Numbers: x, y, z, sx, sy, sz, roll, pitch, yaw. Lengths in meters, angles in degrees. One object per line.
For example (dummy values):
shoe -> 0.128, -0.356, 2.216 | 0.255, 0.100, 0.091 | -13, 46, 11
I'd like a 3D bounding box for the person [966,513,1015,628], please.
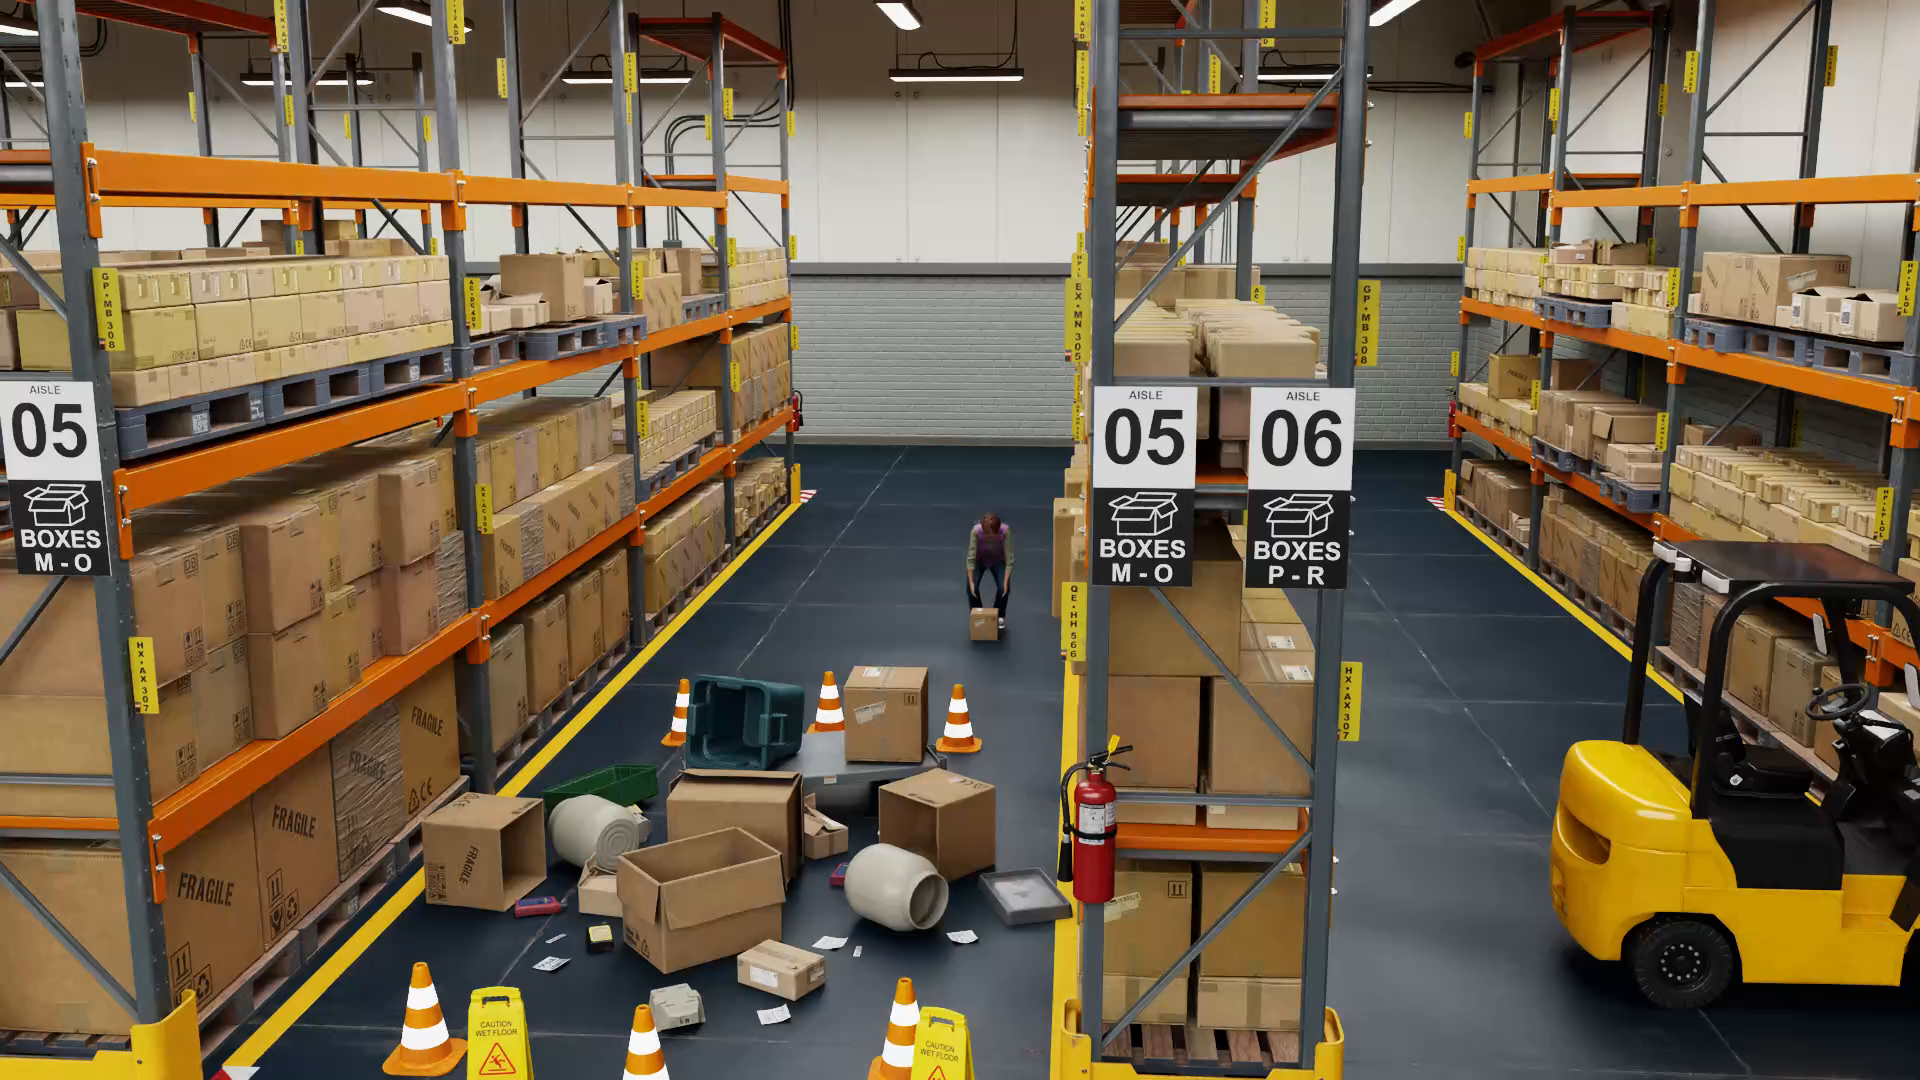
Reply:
person -> 0.292, 0.277, 15.732 | 0.462, 1.143, 0.725 | 1, 11, 4
